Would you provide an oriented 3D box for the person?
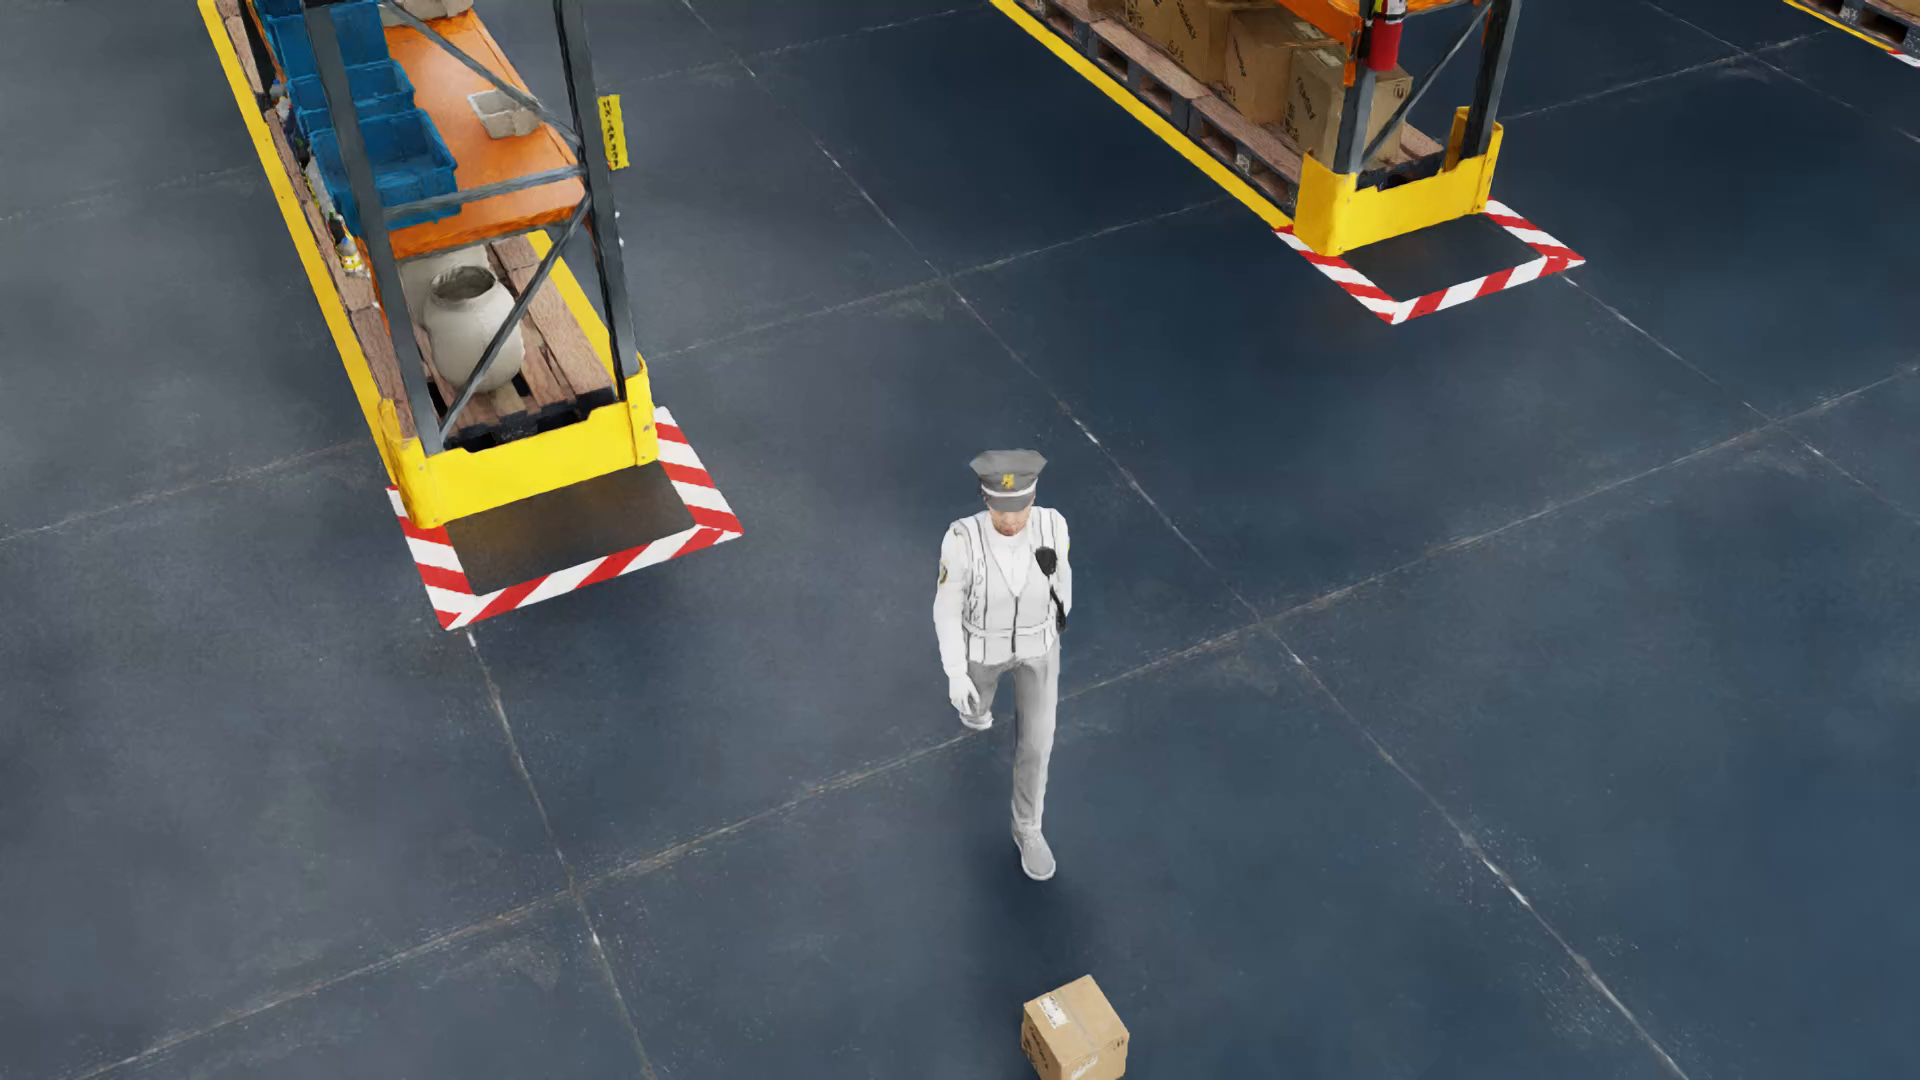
[{"bbox_3d":[0.152,0.323,5.774,0.513,1.638,0.958,-5,42,-6],"label":"person"}]
